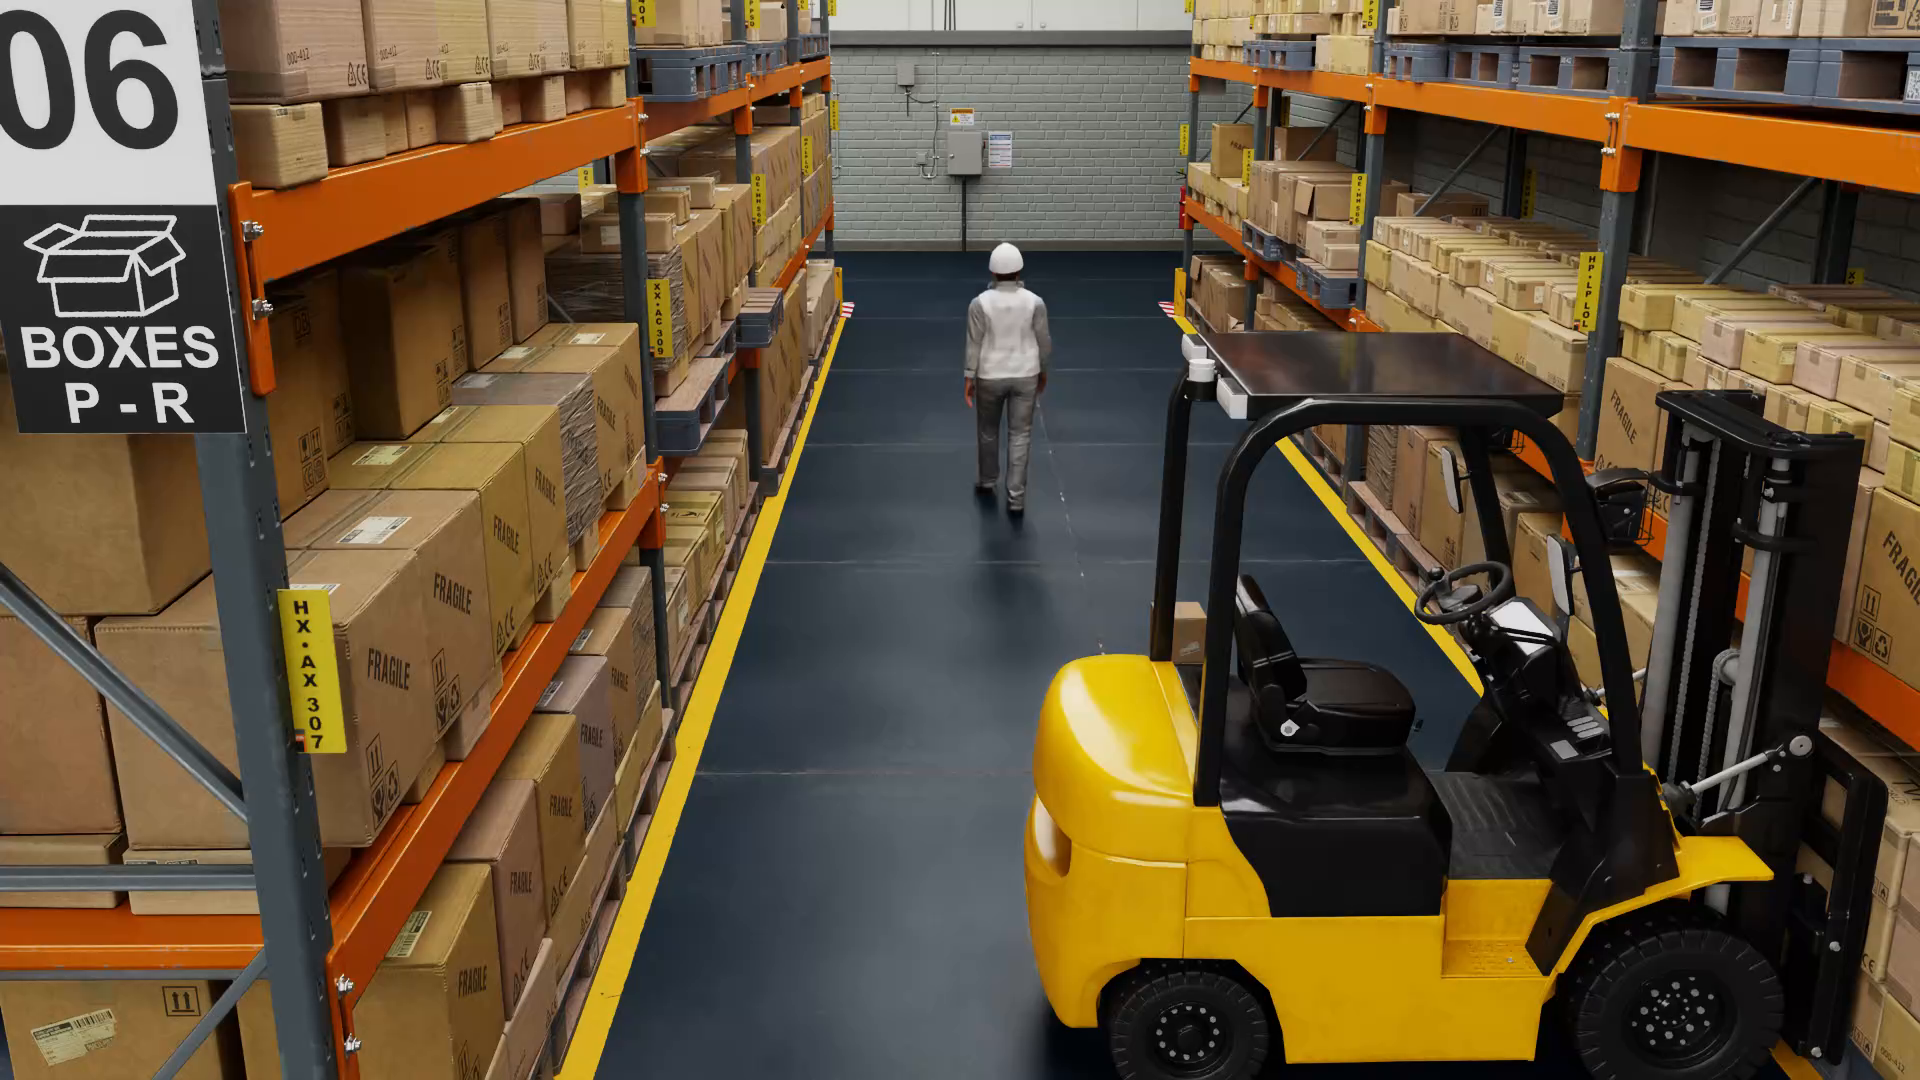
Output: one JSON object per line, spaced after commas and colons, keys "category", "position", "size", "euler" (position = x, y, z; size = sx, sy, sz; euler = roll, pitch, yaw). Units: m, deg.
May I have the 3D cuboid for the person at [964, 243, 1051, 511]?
{"category": "person", "position": [0.317, -1.111, 11.124], "size": [0.572, 1.764, 0.877], "euler": [1, 17, 2]}
